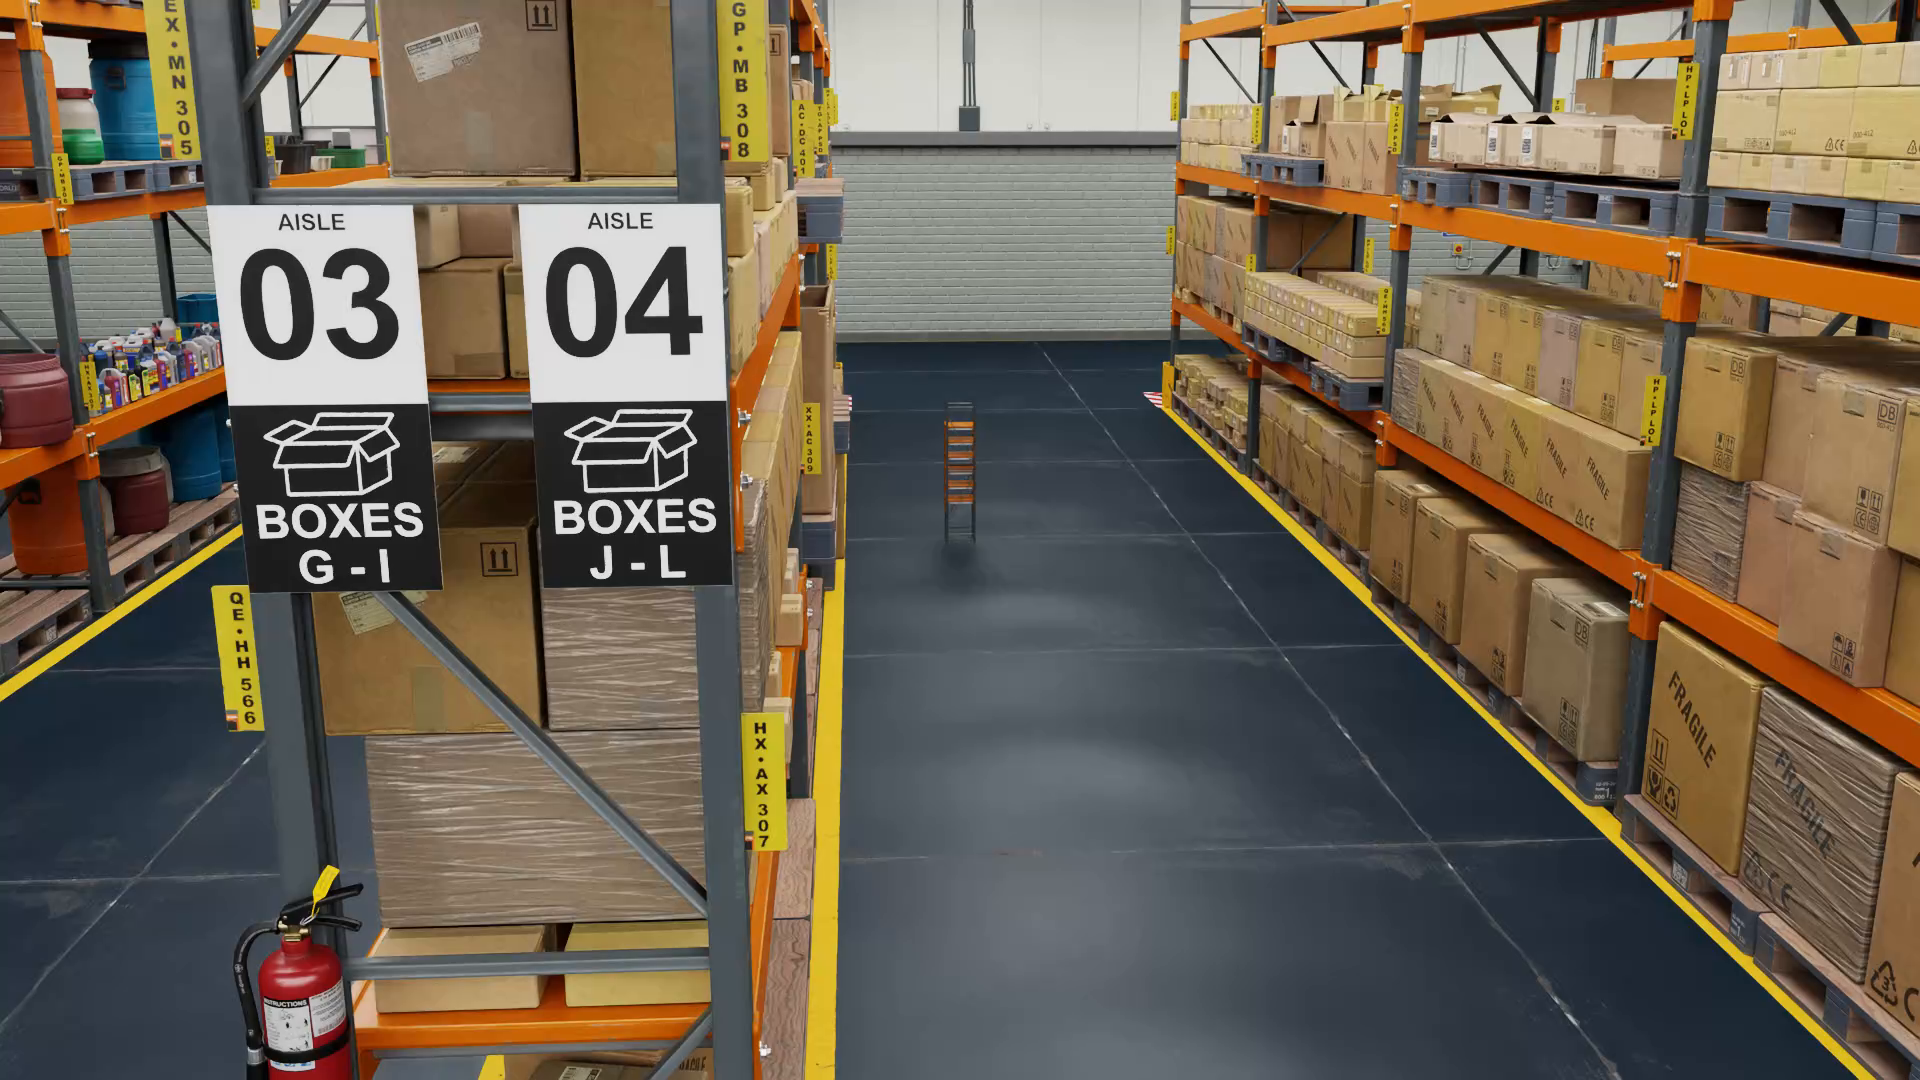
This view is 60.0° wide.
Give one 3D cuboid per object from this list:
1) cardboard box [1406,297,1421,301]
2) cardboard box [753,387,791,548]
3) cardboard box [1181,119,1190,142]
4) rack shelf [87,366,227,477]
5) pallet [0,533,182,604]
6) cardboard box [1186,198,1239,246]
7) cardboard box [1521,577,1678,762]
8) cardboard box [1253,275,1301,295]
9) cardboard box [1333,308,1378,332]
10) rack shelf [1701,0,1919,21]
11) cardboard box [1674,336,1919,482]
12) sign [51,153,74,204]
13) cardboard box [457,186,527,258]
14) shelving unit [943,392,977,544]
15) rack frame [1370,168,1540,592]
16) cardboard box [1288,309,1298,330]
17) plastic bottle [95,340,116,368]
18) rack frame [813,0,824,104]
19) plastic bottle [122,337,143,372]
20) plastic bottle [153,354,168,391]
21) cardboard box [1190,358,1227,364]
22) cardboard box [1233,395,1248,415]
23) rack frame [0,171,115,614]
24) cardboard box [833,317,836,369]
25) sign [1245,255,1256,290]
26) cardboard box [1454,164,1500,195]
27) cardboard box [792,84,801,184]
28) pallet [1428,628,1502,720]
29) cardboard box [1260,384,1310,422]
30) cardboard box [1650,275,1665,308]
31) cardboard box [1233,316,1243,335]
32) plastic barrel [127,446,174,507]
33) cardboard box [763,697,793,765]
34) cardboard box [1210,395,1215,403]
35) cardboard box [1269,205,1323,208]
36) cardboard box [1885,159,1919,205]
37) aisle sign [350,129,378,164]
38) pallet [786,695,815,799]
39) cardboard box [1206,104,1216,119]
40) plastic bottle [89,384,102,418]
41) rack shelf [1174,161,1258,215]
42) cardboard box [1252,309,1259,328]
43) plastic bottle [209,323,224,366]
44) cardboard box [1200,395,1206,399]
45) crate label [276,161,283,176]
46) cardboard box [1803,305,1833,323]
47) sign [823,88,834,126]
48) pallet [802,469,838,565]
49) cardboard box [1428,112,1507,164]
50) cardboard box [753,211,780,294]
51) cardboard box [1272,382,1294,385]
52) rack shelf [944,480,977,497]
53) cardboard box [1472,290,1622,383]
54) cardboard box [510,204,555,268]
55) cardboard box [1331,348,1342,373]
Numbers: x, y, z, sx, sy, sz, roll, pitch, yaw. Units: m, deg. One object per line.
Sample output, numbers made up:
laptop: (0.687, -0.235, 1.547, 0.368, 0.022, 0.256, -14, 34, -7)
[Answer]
cardboard box: (3.584, -1.825, 13.068, 0.380, 0.149, 0.250, 0, 14, -1)
cardboard box: (-0.833, -0.226, 5.581, 0.500, 0.500, 0.500, -1, 14, -3)
cardboard box: (2.756, -4.572, 18.556, 0.500, 0.250, 0.500, -1, 14, -3)
rack shelf: (-6.541, -1.097, 13.216, 1.077, 0.370, 4.000, -1, 14, -3)
pallet: (-6.507, 0.207, 12.300, 1.003, 0.211, 1.213, -1, 14, -3)
cardboard box: (2.788, -3.502, 18.311, 0.500, 0.500, 0.500, 0, 14, -2)
cardboard box: (3.603, 0.652, 8.646, 1.050, 0.750, 0.750, -1, 14, -4)
cardboard box: (2.824, -2.267, 14.784, 0.380, 0.149, 0.250, 0, 14, -2)
cardboard box: (2.982, -1.623, 12.284, 0.380, 0.149, 0.250, -1, 14, -4)
rack shelf: (3.855, -1.947, 5.282, 1.077, 0.370, 4.000, -1, 14, -3)
cardboard box: (3.720, -0.585, 7.312, 0.875, 0.550, 0.550, -1, 14, -3)
sign: (-5.868, -2.361, 10.872, 0.100, 0.325, 0.005, -1, 14, -3)
cardboard box: (-1.205, -0.739, 3.861, 0.380, 0.149, 0.250, -1, 14, -5)
shelving unit: (0.001, -0.577, 13.363, 0.258, 1.200, 0.189, -1, 14, -3)
rack frame: (3.483, -1.076, 11.690, 1.000, 3.000, 0.127, -1, 14, -3)
cardboard box: (2.900, -1.803, 13.578, 0.380, 0.149, 0.250, -1, 14, -5)
plastic bottle: (-6.944, -1.474, 13.485, 0.152, 0.276, 0.135, -1, 14, -3)
rack frame: (-1.721, -4.925, 14.609, 1.000, 3.000, 0.127, -1, 14, -3)
plastic bottle: (-6.807, -1.534, 13.719, 0.152, 0.276, 0.135, -1, 14, -3)
plastic bottle: (-6.147, -1.293, 12.765, 0.061, 0.283, 0.133, -1, 14, -3)
cardboard box: (2.818, -1.975, 18.865, 0.380, 0.149, 0.250, -1, 14, -2)
cardboard box: (2.898, -1.329, 16.358, 0.380, 0.149, 0.250, -1, 14, -3)
rack frame: (-6.417, -0.948, 11.193, 1.000, 3.000, 0.127, -1, 14, -3)
cardboard box: (-1.849, -2.031, 18.821, 0.875, 0.875, 0.875, -1, 14, -3)
sign: (2.694, -2.480, 15.408, 0.100, 0.325, 0.005, -1, 14, -3)
cardboard box: (3.714, -2.724, 11.872, 0.500, 0.500, 0.500, -1, 14, -3)
cardboard box: (-1.215, -2.089, 8.556, 0.797, 0.503, 0.637, 0, 14, -1)
pallet: (3.530, 0.774, 10.094, 1.003, 0.211, 1.213, -1, 14, -3)
cardboard box: (3.018, -1.239, 14.992, 0.500, 0.250, 0.500, -2, 15, -6)
cardboard box: (7.786, -2.716, 17.861, 0.500, 0.500, 0.500, 0, 14, -2)
cardboard box: (2.860, -2.079, 16.092, 0.380, 0.149, 0.250, -1, 14, -5)
plastic barrel: (-6.658, -0.488, 13.554, 0.421, 0.512, 0.421, 0, 14, 0)
cardboard box: (-0.753, 0.637, 5.534, 0.380, 0.149, 0.250, -1, 14, -3)
cardboard box: (2.905, -1.573, 17.902, 0.380, 0.149, 0.250, 0, 14, -1)
cardboard box: (3.403, -3.118, 16.822, 0.500, 0.500, 0.500, -1, 14, -3)
cardboard box: (3.495, -1.252, 5.813, 0.380, 0.149, 0.250, -1, 14, -3)
aisle sign: (-6.624, -4.219, 18.689, 0.394, 0.787, 0.004, -1, 14, -3)
pallet: (-1.275, 1.127, 8.724, 1.003, 0.211, 1.213, -1, 14, -3)
cardboard box: (2.780, -4.475, 17.376, 0.380, 0.149, 0.250, 0, 14, -2)
plastic bottle: (-6.121, -1.001, 11.646, 0.152, 0.276, 0.135, -1, 14, -3)
rack shelf: (3.112, -3.673, 17.205, 1.077, 0.370, 4.000, -1, 14, -3)
cardboard box: (2.824, -1.979, 14.859, 0.380, 0.149, 0.250, -1, 14, -3)
plastic bottle: (-6.270, -1.650, 14.018, 0.144, 0.351, 0.185, -1, 14, -3)
cardboard box: (2.838, -1.501, 18.218, 0.380, 0.149, 0.250, -1, 14, -3)
crate label: (-6.406, -3.394, 15.209, 0.293, 0.136, 0.466, -1, 14, -3)
cardboard box: (7.976, -2.099, 14.963, 0.500, 0.250, 0.500, -1, 14, -3)
sign: (-1.180, -3.886, 14.921, 0.100, 0.325, 0.005, -1, 14, -3)
pallet: (-1.128, -0.130, 8.395, 1.003, 0.211, 1.213, -1, 14, -3)
cardboard box: (3.309, -2.554, 10.550, 0.500, 0.311, 0.500, -1, 14, -3)
cardboard box: (-0.852, -0.920, 5.363, 0.500, 0.250, 0.500, 0, 14, -2)
cardboard box: (3.425, -1.531, 17.143, 0.380, 0.149, 0.250, -1, 14, -2)
rack shelf: (0.001, -0.418, 13.404, 0.258, 0.103, 0.180, -1, 14, -3)
cardboard box: (3.568, -1.244, 10.134, 0.700, 0.500, 0.500, -1, 14, -4)
cardboard box: (-0.764, -0.681, 3.633, 0.380, 0.149, 0.250, -1, 14, -4)
cardboard box: (2.981, -1.335, 12.358, 0.380, 0.149, 0.250, -1, 14, -4)
